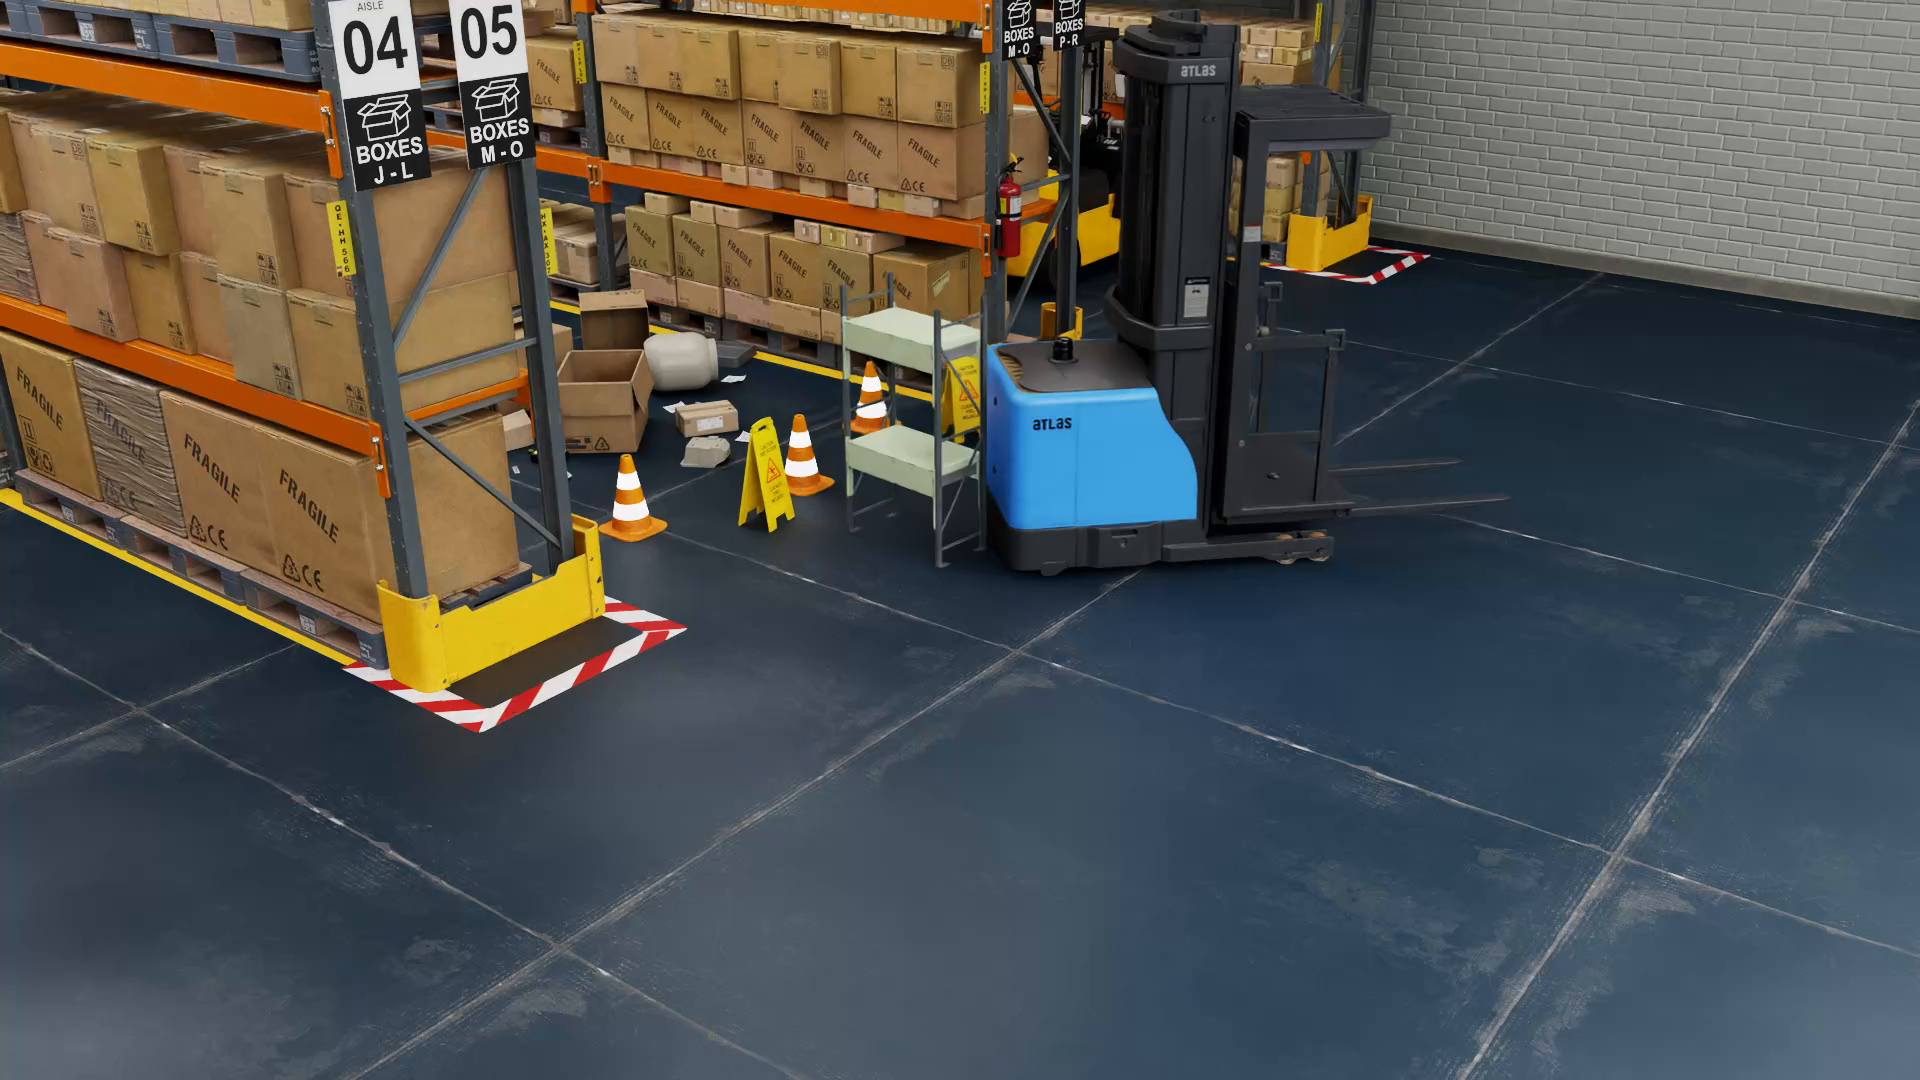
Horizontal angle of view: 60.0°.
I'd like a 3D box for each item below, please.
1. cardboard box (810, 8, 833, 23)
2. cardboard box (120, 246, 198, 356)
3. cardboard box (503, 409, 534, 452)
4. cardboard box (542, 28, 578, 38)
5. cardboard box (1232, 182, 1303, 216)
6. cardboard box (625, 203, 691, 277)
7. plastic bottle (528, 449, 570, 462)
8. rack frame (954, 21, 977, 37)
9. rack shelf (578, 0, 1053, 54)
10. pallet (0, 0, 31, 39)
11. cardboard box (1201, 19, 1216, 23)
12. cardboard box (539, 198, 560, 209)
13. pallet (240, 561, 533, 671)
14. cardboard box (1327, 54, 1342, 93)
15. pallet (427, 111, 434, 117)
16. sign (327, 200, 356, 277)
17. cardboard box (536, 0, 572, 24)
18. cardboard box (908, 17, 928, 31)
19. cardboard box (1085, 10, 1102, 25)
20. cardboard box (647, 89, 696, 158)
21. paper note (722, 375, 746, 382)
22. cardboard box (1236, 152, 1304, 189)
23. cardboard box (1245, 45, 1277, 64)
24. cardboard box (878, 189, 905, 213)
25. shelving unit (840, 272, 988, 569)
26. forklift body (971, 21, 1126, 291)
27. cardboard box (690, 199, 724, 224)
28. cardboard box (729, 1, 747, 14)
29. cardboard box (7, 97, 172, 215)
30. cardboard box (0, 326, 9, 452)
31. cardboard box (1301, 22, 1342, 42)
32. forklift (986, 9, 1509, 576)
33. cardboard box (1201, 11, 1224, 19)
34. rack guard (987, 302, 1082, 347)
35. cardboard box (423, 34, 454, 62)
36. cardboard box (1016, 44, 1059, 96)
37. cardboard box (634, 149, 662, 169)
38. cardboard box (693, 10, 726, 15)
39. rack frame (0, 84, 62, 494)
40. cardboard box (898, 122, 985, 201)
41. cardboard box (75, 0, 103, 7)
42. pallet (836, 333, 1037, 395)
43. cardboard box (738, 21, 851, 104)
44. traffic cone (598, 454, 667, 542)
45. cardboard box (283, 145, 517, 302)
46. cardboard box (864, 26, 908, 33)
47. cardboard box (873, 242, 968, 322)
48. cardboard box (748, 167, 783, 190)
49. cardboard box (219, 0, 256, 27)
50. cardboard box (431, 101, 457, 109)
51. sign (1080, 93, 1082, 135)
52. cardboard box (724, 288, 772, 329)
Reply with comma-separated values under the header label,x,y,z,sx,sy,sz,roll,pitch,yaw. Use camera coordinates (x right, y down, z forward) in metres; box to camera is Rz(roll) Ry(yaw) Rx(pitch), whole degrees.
label,x,y,z,sx,sy,sz,roll,pitch,yaw
cardboard box,-1.419,-5.738,18.124,0.250,0.149,0.380,16,28,32
cardboard box,-3.974,-1.415,9.056,0.500,0.550,0.875,17,29,33
cardboard box,-3.095,-0.749,11.121,0.396,0.266,0.258,-21,31,-39
cardboard box,-3.292,-4.144,14.422,0.500,0.500,0.500,17,29,33
cardboard box,2.910,-3.258,15.694,0.500,0.250,0.500,16,29,33
cardboard box,-2.377,-2.491,13.642,0.500,0.500,0.500,18,30,36
plastic bottle,-2.726,-0.554,10.932,0.283,0.061,0.133,7,25,15
rack frame,0.286,-5.046,17.482,0.127,3.000,1.000,17,29,33
rack shelf,-1.087,-4.003,12.288,4.000,0.370,1.077,17,29,33
pallet,-4.927,-2.953,9.121,1.213,0.211,1.003,17,29,33
cardboard box,2.203,-4.791,15.607,0.250,0.149,0.380,18,29,35
cardboard box,-4.243,-2.899,15.349,0.625,0.372,0.950,18,29,35
pallet,-3.061,0.253,8.913,1.213,0.211,1.003,17,29,33
cardboard box,3.257,-4.334,15.742,0.500,0.500,0.500,18,29,35
pallet,-5.254,-4.185,15.766,1.003,0.211,1.213,17,29,33
sign,-2.711,-1.321,7.299,0.005,0.325,0.100,17,29,33
cardboard box,-4.820,-6.714,20.623,0.500,0.500,0.700,17,29,33
cardboard box,-0.338,-5.456,17.484,0.250,0.149,0.380,16,29,33
cardboard box,1.205,-5.109,16.329,0.250,0.149,0.380,16,29,32
cardboard box,-2.087,-3.315,13.061,0.500,0.500,0.500,17,29,33
paper note,-1.696,-1.213,12.466,0.148,0.019,0.142,7,25,15
cardboard box,2.932,-3.481,15.579,0.500,0.250,0.500,18,29,35
cardboard box,2.819,-4.467,15.239,0.250,0.149,0.380,17,29,34
cardboard box,-0.376,-2.477,11.963,0.250,0.149,0.380,16,29,32
shelving unit,-0.260,-0.687,9.449,0.755,1.500,0.431,21,31,39
forklift body,0.876,-3.560,15.162,1.214,2.155,2.313,17,29,33
cardboard box,-1.901,-2.614,13.118,0.250,0.149,0.380,18,30,35
cardboard box,-2.401,-6.066,18.868,0.250,0.149,0.380,18,29,35
cardboard box,-4.791,-2.189,9.472,0.550,0.550,0.875,17,29,33
cardboard box,-6.126,-1.106,10.809,0.750,0.750,1.050,17,29,33
cardboard box,3.347,-4.707,15.416,0.250,0.149,0.380,16,28,32
forklift,1.674,-1.409,9.314,3.031,2.935,1.130,-4,24,-9
cardboard box,2.372,-5.056,16.208,0.250,0.149,0.380,16,28,32
rack guard,0.452,-1.351,12.195,0.348,0.500,1.175,17,29,33
cardboard box,-4.421,-4.228,14.612,0.500,0.500,0.500,16,28,31
cardboard box,0.912,-4.779,16.753,0.500,0.500,0.500,17,29,34
cardboard box,-2.395,-3.104,13.387,0.250,0.149,0.380,18,29,35
cardboard box,-2.721,-5.979,19.166,0.500,0.250,0.500,17,29,33
rack frame,-5.575,-1.822,10.165,0.127,3.000,1.000,17,29,33
cardboard box,-0.086,-2.700,11.666,0.500,0.500,0.500,16,29,32
cardboard box,-4.064,-2.690,8.082,0.250,0.149,0.380,17,29,34
pallet,-0.176,-1.426,12.725,1.213,0.211,1.003,17,29,33
cardboard box,-1.213,-3.549,12.352,0.500,0.500,0.700,17,29,33
traffic cone,-1.948,-0.280,9.812,0.334,0.463,0.336,17,29,33
cardboard box,-2.648,-1.520,7.954,0.550,0.550,0.875,17,29,33
cardboard box,-0.676,-5.364,17.771,0.500,0.250,0.500,16,28,32
cardboard box,-0.284,-1.863,12.217,0.500,0.500,0.500,17,29,34
cardboard box,-1.391,-2.785,12.661,0.250,0.149,0.380,17,29,33
cardboard box,-3.045,-2.383,7.384,0.250,0.149,0.380,17,29,34
cardboard box,-4.476,-3.943,14.769,0.250,0.149,0.380,18,29,35
sign,0.839,-3.047,11.873,0.005,0.325,0.100,17,29,33
cardboard box,-1.517,-1.895,13.219,0.500,0.250,0.500,16,29,33
